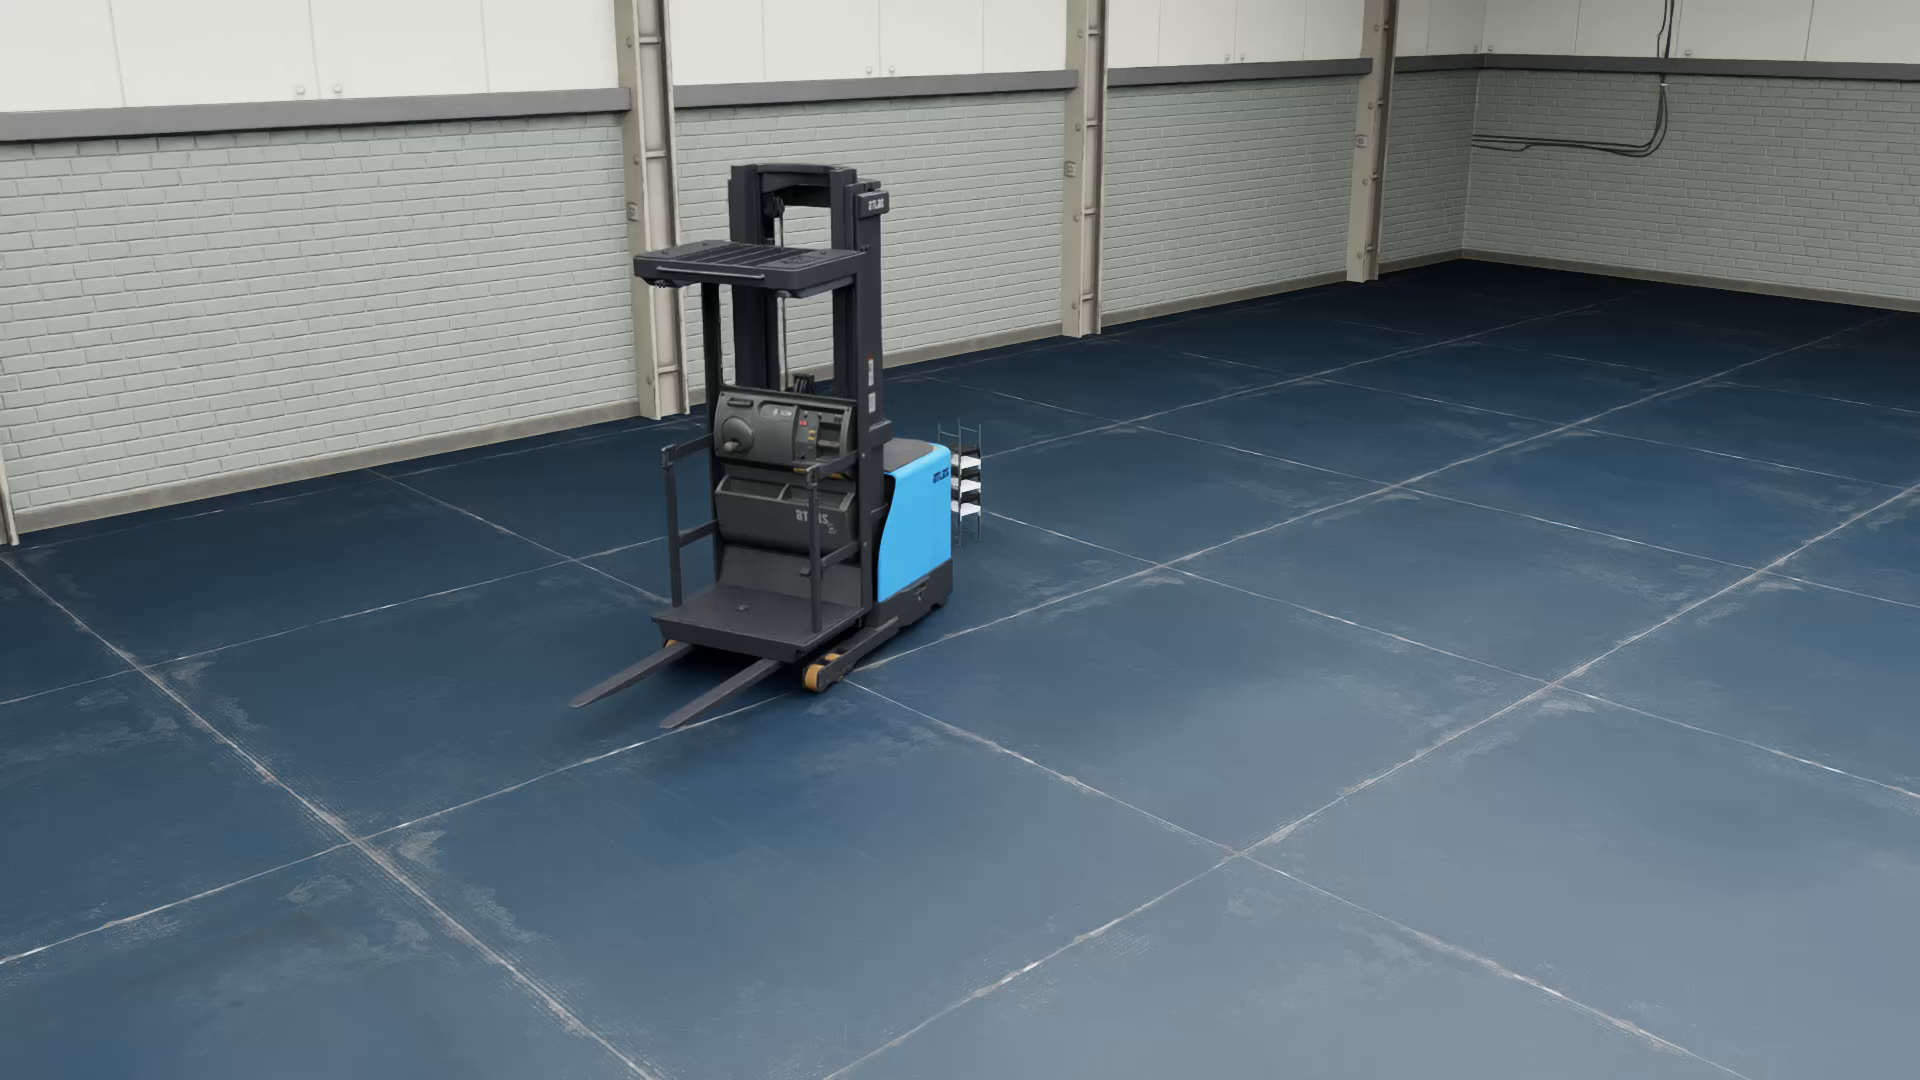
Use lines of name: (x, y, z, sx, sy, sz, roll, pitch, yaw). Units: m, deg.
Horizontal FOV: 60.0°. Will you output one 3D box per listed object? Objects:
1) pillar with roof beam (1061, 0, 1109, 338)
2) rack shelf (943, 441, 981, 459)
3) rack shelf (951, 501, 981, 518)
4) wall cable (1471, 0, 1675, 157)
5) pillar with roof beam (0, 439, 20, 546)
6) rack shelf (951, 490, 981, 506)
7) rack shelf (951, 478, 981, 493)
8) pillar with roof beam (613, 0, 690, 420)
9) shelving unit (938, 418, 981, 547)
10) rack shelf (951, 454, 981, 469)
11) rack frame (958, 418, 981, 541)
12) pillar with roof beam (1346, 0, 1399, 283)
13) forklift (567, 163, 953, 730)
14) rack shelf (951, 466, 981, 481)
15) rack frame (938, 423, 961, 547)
pillar with roof beam: (4.422, -5.821, 15.847, 0.400, 9.000, 9.100, -16, 24, -41)
rack shelf: (-0.006, -0.651, 12.268, 0.200, 0.077, 0.258, -16, 24, -41)
rack shelf: (-0.006, -0.223, 12.406, 0.200, 0.077, 0.258, -16, 24, -41)
wall cable: (8.873, -6.908, 24.234, 0.112, 2.526, 3.097, -16, 24, -41)
pillar with roof beam: (-4.298, -3.278, 8.004, 0.400, 9.000, 9.100, -16, 24, -41)
rack shelf: (-0.006, -0.309, 12.379, 0.200, 0.077, 0.258, -16, 24, -41)
rack shelf: (-0.006, -0.395, 12.351, 0.200, 0.077, 0.258, -16, 24, -41)
pillar with roof beam: (0.062, -4.549, 11.925, 0.400, 9.000, 9.100, -16, 24, -41)
shelving unit: (-0.006, -0.426, 12.341, 0.210, 0.900, 0.258, -16, 24, -41)
rack shelf: (-0.006, -0.566, 12.295, 0.200, 0.077, 0.258, -16, 24, -41)
rack frame: (0.068, -0.448, 12.407, 0.006, 0.900, 0.240, -16, 24, -41)
pillar with roof beam: (8.781, -7.092, 19.768, 0.400, 9.000, 9.100, -16, 24, -41)
forklift: (-1.155, -0.657, 9.758, 1.130, 2.935, 3.031, 9, 20, 25)
rack shelf: (-0.006, -0.480, 12.323, 0.200, 0.077, 0.258, -16, 24, -41)
rack frame: (-0.080, -0.405, 12.274, 0.006, 0.900, 0.240, -16, 24, -41)
